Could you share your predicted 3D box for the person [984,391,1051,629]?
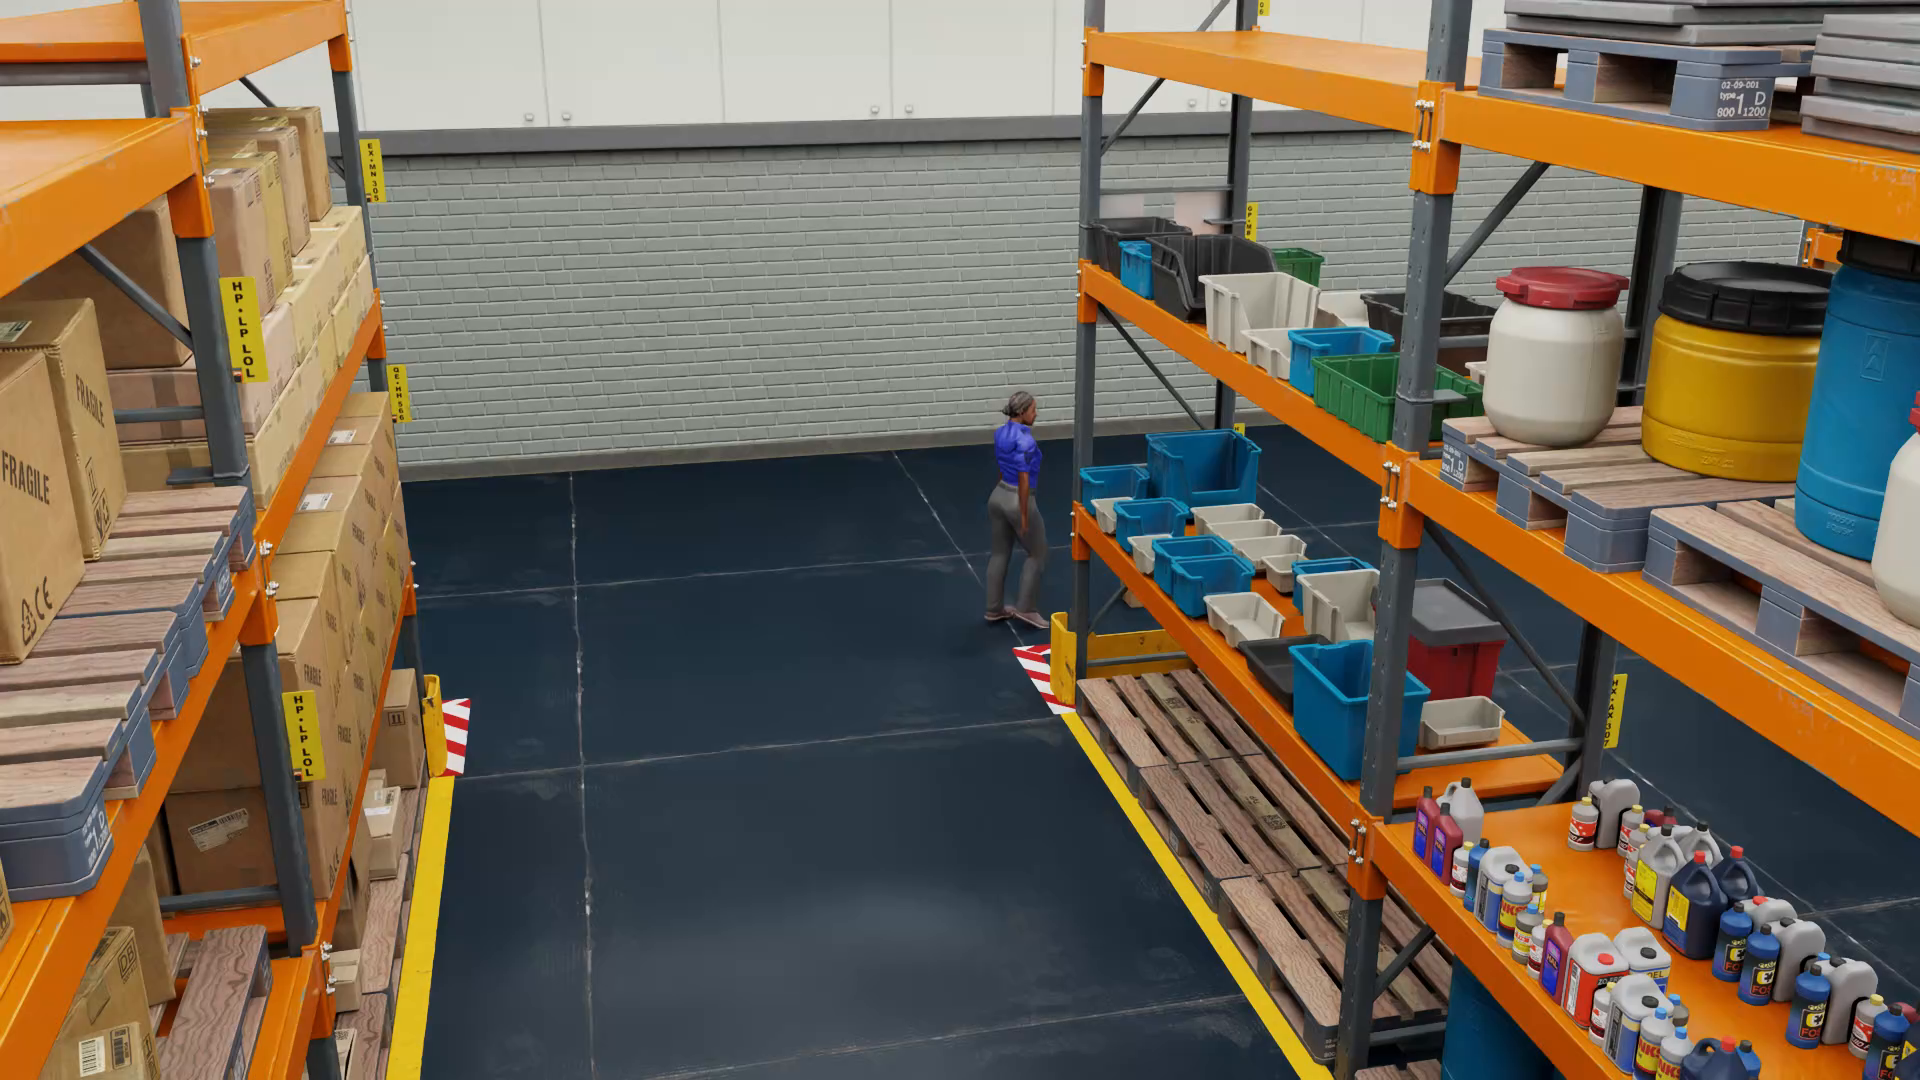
[{"bbox_3d":[0.374,-0.191,11.625,0.407,1.701,0.511,-14,24,-35],"label":"person"}]
